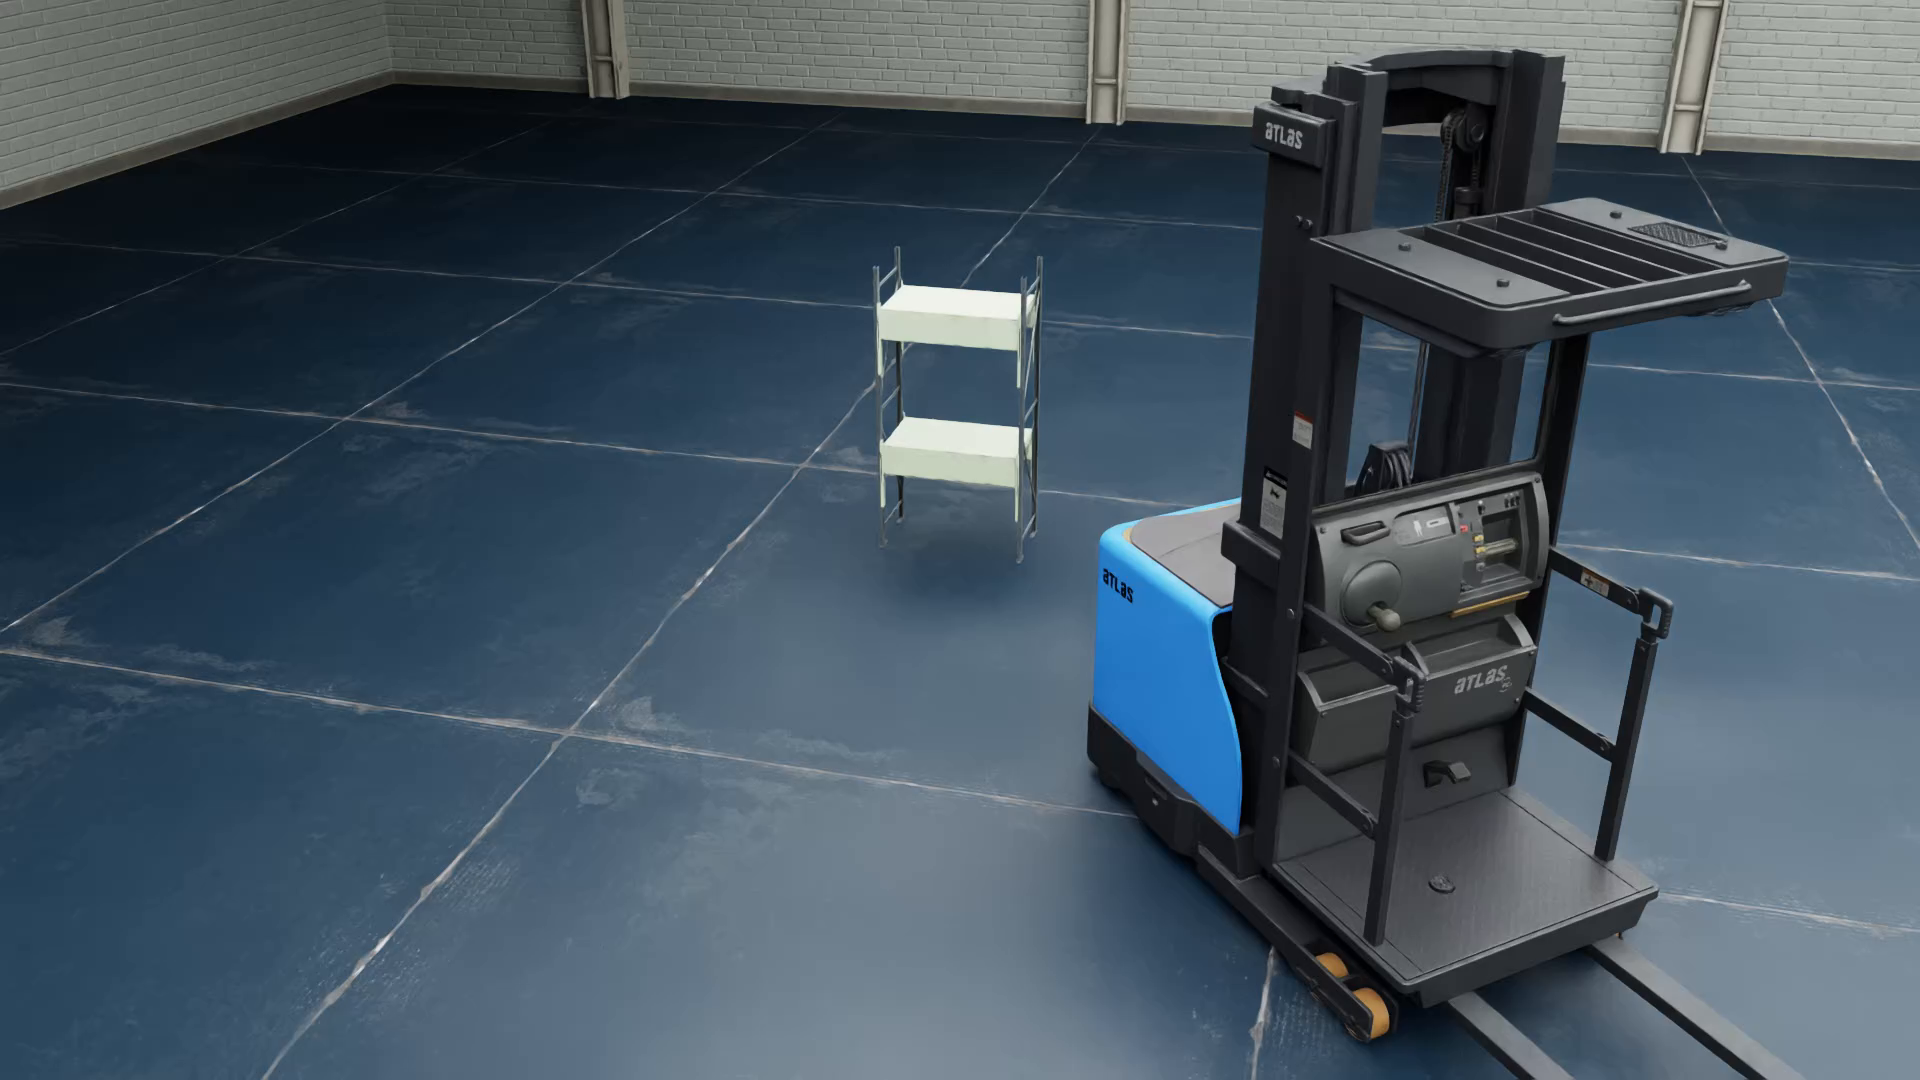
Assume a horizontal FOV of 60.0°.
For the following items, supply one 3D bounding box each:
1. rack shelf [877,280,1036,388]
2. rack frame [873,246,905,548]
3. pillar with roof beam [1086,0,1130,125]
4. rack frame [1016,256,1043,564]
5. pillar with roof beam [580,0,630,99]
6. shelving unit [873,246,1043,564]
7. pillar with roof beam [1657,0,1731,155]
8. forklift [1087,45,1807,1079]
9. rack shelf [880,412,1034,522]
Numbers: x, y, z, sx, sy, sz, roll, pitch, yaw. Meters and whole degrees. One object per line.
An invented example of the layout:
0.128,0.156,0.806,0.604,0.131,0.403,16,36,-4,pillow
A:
-0.006,-1.030,8.261,0.720,0.370,0.431,6,26,13,rack shelf
-0.361,-0.717,8.511,0.023,1.500,0.400,6,26,13,rack frame
0.552,-6.939,12.857,0.400,9.000,9.100,6,26,13,pillar with roof beam
0.348,-0.639,8.347,0.023,1.500,0.400,6,26,13,rack frame
-5.259,-7.582,14.206,0.400,9.000,9.100,6,26,13,pillar with roof beam
-0.006,-0.678,8.429,0.755,1.500,0.431,6,26,13,shelving unit
6.363,-6.297,11.508,0.400,9.000,9.100,6,26,13,pillar with roof beam
1.626,0.072,5.189,1.130,2.935,3.031,-12,28,-24,forklift
-0.006,-0.384,8.569,0.720,0.370,0.431,6,26,13,rack shelf
